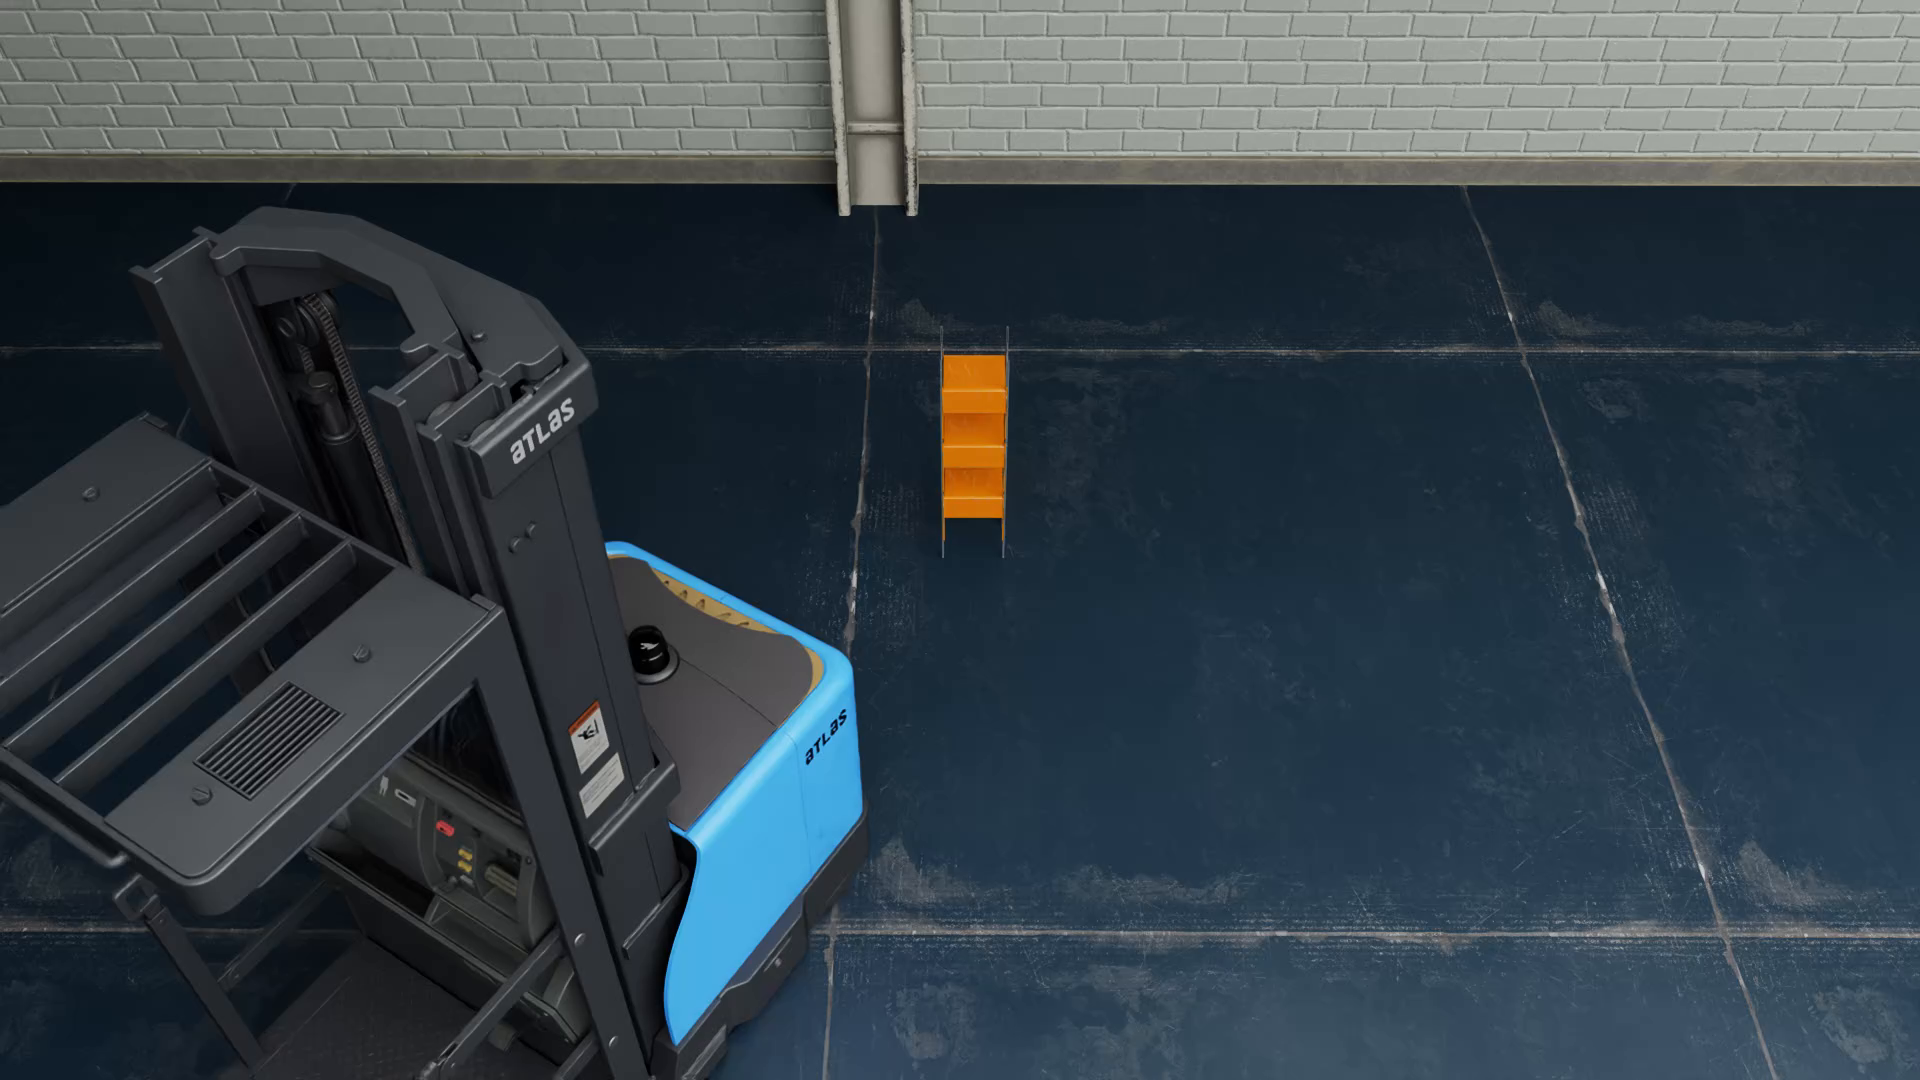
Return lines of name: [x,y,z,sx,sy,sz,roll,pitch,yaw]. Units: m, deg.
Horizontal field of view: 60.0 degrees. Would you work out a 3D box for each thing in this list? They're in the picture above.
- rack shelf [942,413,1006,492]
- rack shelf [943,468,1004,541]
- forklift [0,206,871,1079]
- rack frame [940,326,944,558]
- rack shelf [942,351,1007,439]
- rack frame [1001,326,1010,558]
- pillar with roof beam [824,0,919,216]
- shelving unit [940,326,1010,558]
rack shelf: [0.054,-0.350,6.454,0.240,0.259,0.215,0,47,0]
rack shelf: [0.054,-0.161,6.658,0.240,0.259,0.215,0,47,0]
forklift: [-1.526,0.811,4.073,1.130,2.935,3.031,25,52,22]
rack frame: [-0.068,-0.358,6.447,0.008,1.050,0.200,0,47,0]
rack shelf: [0.054,-0.544,6.246,0.240,0.259,0.215,0,47,0]
rack frame: [0.176,-0.357,6.446,0.008,1.050,0.200,0,47,0]
pillar with roof beam: [-0.428,-1.656,2.225,0.400,9.000,9.100,0,47,0]
shelving unit: [0.054,-0.358,6.446,0.252,1.050,0.215,0,47,0]
